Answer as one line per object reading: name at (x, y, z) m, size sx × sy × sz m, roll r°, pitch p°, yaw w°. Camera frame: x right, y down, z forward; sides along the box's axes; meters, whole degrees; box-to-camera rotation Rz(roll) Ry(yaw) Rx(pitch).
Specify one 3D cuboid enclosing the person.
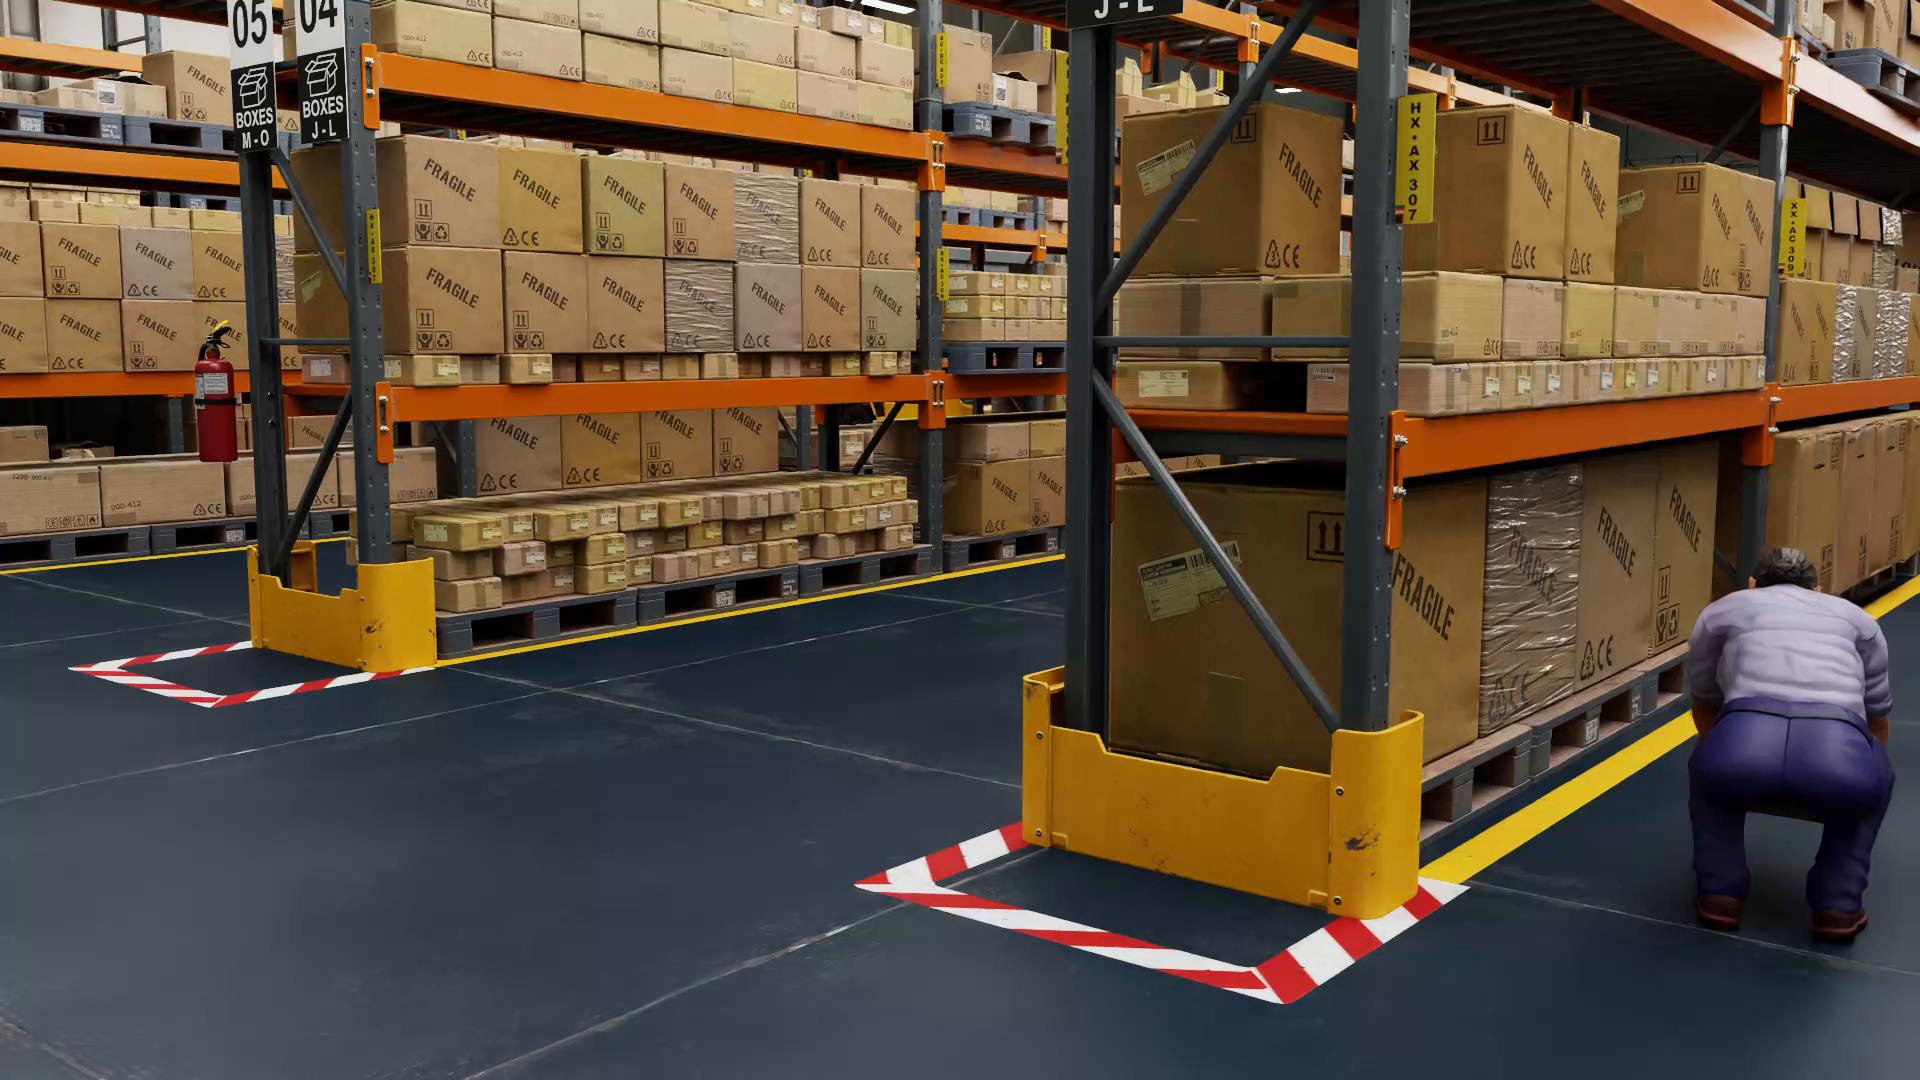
person at (2.175, 0.522, 4.384) m, size 0.518 × 0.954 × 0.811 m, roll 4°, pitch 8°, yaw 31°
